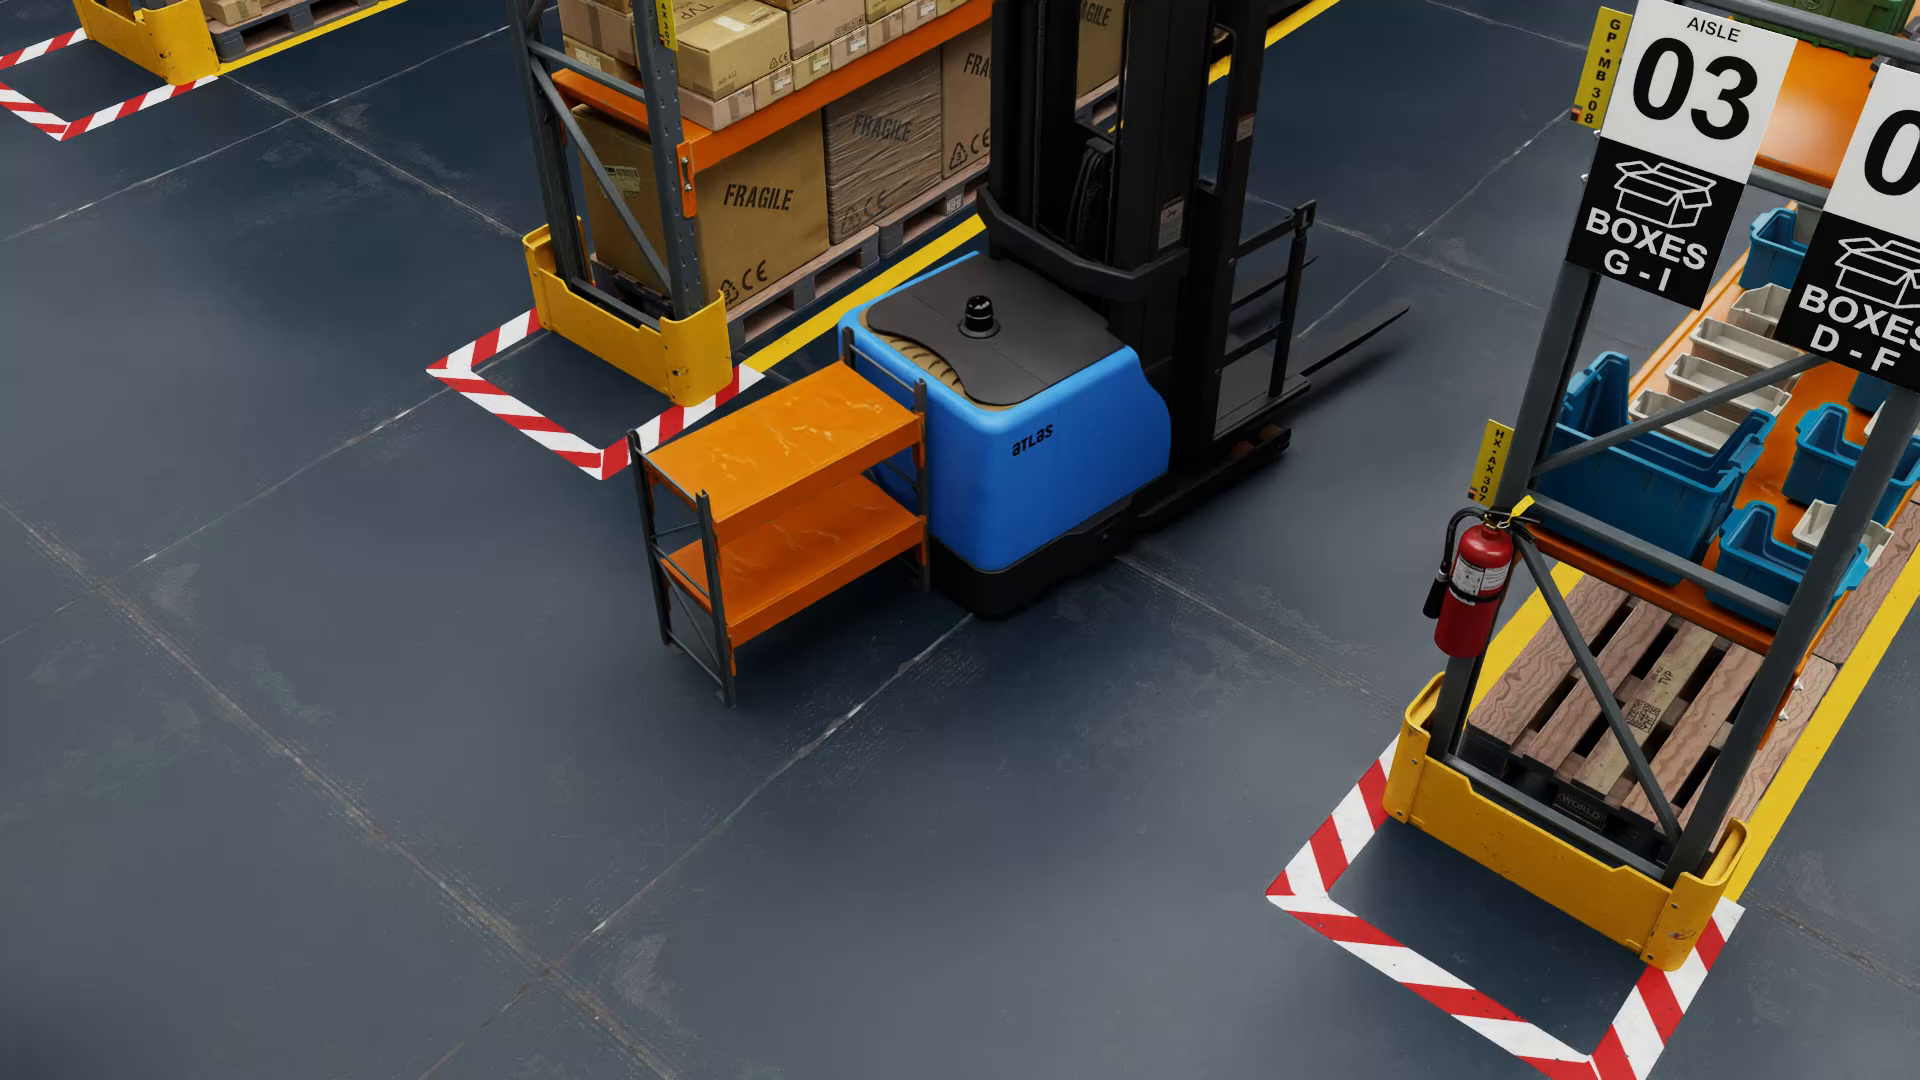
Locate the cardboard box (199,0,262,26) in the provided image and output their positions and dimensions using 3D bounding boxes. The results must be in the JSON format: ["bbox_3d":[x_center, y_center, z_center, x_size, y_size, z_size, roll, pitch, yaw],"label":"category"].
[{"bbox_3d":[-4.798,-3.526,10.887,0.380,0.149,0.250,31,50,29],"label":"cardboard box"}]

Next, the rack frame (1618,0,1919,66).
[{"bbox_3d":[2.142,-2.170,3.129,1.000,3.000,0.127,29,50,28],"label":"rack frame"}]

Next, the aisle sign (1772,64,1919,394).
[{"bbox_3d":[2.323,-0.746,4.091,0.394,0.787,0.004,29,50,28],"label":"aisle sign"}]

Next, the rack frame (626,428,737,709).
[{"bbox_3d":[-1.072,0.131,6.452,0.032,1.125,0.500,-30,50,-29],"label":"rack frame"}]

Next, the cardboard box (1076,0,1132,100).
[{"bbox_3d":[0.439,-3.218,10.009,0.875,0.875,0.875,29,50,28],"label":"cardboard box"}]

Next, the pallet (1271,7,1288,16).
[{"bbox_3d":[2.149,-4.183,11.876,1.003,0.211,1.213,29,50,28],"label":"pallet"}]

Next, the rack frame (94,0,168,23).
[{"bbox_3d":[-5.380,-4.294,9.925,1.000,3.000,0.127,29,50,28],"label":"rack frame"}]

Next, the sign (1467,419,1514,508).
[{"bbox_3d":[1.710,-0.240,5.345,0.100,0.325,0.005,29,50,28],"label":"sign"}]

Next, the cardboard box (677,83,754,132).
[{"bbox_3d":[-1.168,-2.041,7.634,0.380,0.149,0.250,30,50,29],"label":"cardboard box"}]

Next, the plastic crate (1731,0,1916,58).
[{"bbox_3d":[2.558,-1.613,4.904,0.450,0.188,0.336,29,50,28],"label":"plastic crate"}]

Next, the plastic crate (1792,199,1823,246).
[{"bbox_3d":[3.592,-1.281,6.655,0.437,0.282,0.530,29,50,28],"label":"plastic crate"}]

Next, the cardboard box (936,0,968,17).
[{"bbox_3d":[-0.179,-2.834,8.506,0.380,0.149,0.250,28,49,27],"label":"cardboard box"}]

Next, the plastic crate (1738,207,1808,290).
[{"bbox_3d":[3.267,-1.079,6.469,0.416,0.233,0.300,29,50,28],"label":"plastic crate"}]

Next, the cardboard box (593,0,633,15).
[{"bbox_3d":[-1.537,-2.791,7.605,0.500,0.500,0.500,30,50,29],"label":"cardboard box"}]

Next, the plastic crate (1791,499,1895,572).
[{"bbox_3d":[2.823,0.011,5.341,0.250,0.136,0.298,29,50,28],"label":"plastic crate"}]

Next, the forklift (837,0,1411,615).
[{"bbox_3d":[0.922,-1.620,7.036,3.031,2.935,1.130,-30,50,-29],"label":"forklift"}]

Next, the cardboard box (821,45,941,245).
[{"bbox_3d":[-0.713,-2.296,8.995,0.875,0.875,0.875,29,50,28],"label":"cardboard box"}]

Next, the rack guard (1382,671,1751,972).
[{"bbox_3d":[2.136,0.993,5.969,1.175,0.500,0.348,29,50,28],"label":"rack guard"}]

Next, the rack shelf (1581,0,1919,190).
[{"bbox_3d":[3.429,-1.823,5.513,1.077,0.370,4.000,29,50,28],"label":"rack shelf"}]

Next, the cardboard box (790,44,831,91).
[{"bbox_3d":[-0.840,-2.306,7.926,0.380,0.149,0.250,28,49,28],"label":"cardboard box"}]

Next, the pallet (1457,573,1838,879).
[{"bbox_3d":[2.702,0.674,6.534,1.003,0.211,1.213,29,50,28],"label":"pallet"}]

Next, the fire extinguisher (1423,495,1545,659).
[{"bbox_3d":[1.697,0.098,5.430,0.296,0.674,0.183,29,50,28],"label":"fire extinguisher"}]

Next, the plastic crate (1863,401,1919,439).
[{"bbox_3d":[3.259,-0.338,5.726,0.250,0.136,0.298,29,50,28],"label":"plastic crate"}]

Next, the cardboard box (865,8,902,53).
[{"bbox_3d":[-0.508,-2.571,8.217,0.380,0.149,0.250,29,49,28],"label":"cardboard box"}]

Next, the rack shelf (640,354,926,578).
[{"bbox_3d":[-0.687,-0.309,6.501,1.000,0.278,0.538,-30,50,-29],"label":"rack shelf"}]

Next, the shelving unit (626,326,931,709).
[{"bbox_3d":[-0.687,-0.092,6.698,1.048,1.125,0.538,-30,50,-29],"label":"shelving unit"}]

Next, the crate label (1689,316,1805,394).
[{"bbox_3d":[2.886,-0.670,6.091,0.396,0.136,0.243,29,50,28],"label":"crate label"}]

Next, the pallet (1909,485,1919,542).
[{"bbox_3d":[4.273,-0.582,7.916,1.003,0.211,1.213,29,50,28],"label":"pallet"}]

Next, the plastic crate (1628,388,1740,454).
[{"bbox_3d":[2.528,-0.373,5.764,0.396,0.136,0.243,29,50,28],"label":"plastic crate"}]

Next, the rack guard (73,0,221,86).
[{"bbox_3d":[-5.331,-3.408,10.809,1.175,0.500,0.348,29,50,28],"label":"rack guard"}]

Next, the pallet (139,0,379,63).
[{"bbox_3d":[-4.782,-3.704,11.349,1.003,0.211,1.213,29,50,28],"label":"pallet"}]

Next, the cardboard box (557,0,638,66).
[{"bbox_3d":[-1.540,-2.513,7.857,0.500,0.250,0.500,29,50,28],"label":"cardboard box"}]

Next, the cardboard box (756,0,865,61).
[{"bbox_3d":[-0.804,-2.550,7.897,0.500,0.250,0.500,29,50,28],"label":"cardboard box"}]

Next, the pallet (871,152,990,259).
[{"bbox_3d":[-0.409,-2.134,9.622,1.003,0.211,1.213,29,50,28],"label":"pallet"}]

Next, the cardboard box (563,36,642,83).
[{"bbox_3d":[-1.672,-2.327,7.949,0.380,0.149,0.250,30,50,29],"label":"cardboard box"}]
